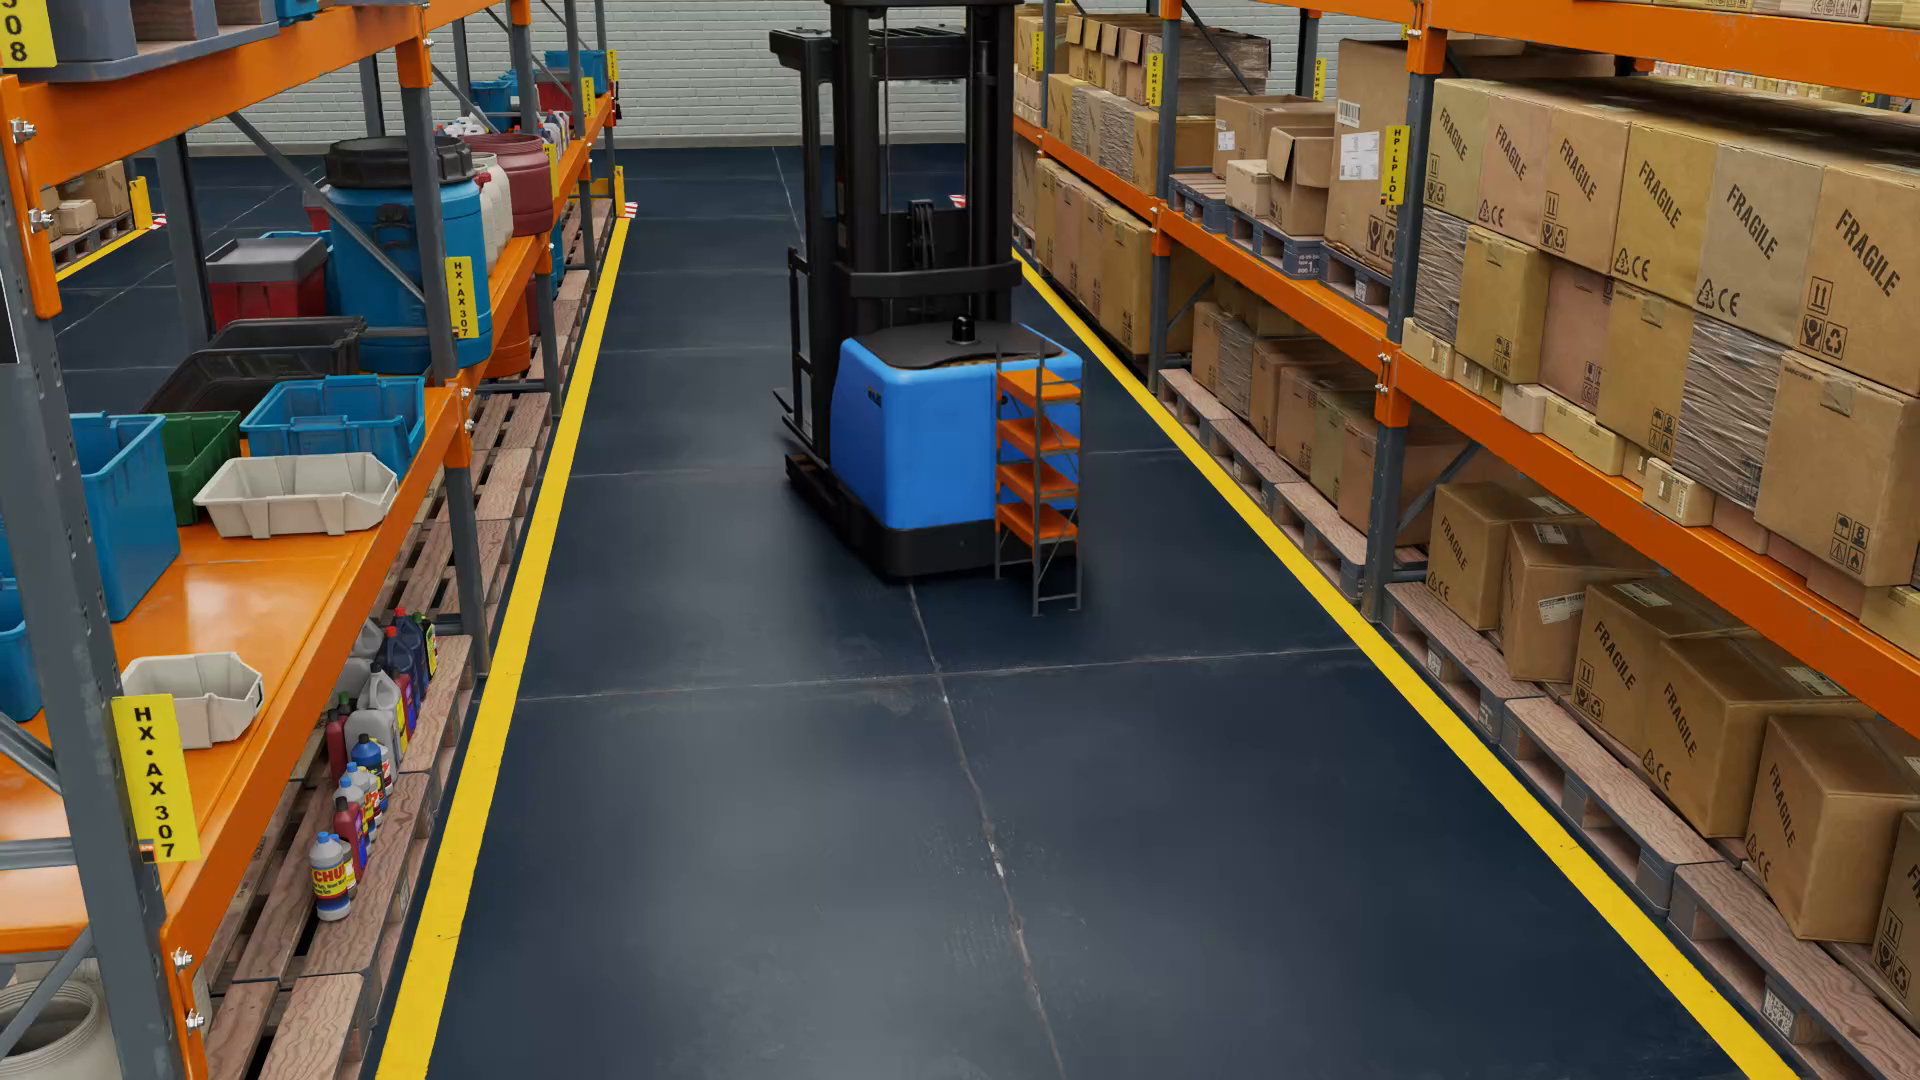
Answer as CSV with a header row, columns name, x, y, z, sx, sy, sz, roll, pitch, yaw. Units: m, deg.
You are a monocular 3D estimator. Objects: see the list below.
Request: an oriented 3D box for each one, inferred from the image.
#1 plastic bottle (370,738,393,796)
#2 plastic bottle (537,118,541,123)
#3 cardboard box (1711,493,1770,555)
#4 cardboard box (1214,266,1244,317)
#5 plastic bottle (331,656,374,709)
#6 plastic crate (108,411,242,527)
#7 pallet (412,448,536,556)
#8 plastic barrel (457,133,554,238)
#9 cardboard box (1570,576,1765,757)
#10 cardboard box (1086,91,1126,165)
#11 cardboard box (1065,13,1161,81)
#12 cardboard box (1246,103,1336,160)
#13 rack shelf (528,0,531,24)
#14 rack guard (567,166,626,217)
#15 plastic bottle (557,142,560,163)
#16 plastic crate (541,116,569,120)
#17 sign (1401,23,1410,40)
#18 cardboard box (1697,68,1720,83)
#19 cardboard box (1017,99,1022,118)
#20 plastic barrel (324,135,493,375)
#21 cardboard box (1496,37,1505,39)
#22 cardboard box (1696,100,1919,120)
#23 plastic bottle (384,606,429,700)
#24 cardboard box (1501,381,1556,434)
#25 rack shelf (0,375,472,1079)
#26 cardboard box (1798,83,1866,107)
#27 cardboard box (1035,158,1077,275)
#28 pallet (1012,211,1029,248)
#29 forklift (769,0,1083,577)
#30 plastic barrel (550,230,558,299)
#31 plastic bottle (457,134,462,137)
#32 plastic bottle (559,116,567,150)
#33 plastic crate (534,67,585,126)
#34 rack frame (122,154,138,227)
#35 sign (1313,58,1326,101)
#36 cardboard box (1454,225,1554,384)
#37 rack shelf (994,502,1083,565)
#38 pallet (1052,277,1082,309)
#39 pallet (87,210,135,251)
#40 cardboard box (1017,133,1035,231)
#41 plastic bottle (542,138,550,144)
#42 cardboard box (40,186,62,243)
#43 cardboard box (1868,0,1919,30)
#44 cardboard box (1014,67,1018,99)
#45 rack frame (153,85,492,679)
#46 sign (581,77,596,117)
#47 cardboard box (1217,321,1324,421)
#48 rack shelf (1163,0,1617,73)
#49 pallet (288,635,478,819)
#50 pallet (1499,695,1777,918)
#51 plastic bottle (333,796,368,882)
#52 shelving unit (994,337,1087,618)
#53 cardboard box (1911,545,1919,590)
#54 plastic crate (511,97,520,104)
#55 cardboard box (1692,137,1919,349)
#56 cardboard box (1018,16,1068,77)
name,x,y,z,sx,sy,sz,roll,pitch,yaw
plastic bottle,-2.010,0.778,5.716,0.097,0.201,0.097,0,20,0
plastic bottle,-3.339,-3.183,13.022,0.144,0.351,0.185,-3,21,-8
cardboard box,2.510,-0.077,4.993,0.380,0.149,0.250,-3,21,-8
cardboard box,1.925,-1.600,10.585,0.500,0.250,0.500,-2,21,-6
plastic bottle,-2.263,0.552,6.216,0.152,0.276,0.135,-3,21,-8
plastic crate,-2.610,-0.226,5.336,0.450,0.188,0.662,-3,21,-8
pallet,-2.857,-0.196,8.940,1.003,0.211,1.213,-3,21,-8
plastic barrel,-2.736,-2.112,9.891,0.600,0.536,0.708,-3,21,-8
cardboard box,2.650,0.465,6.157,0.500,0.500,0.500,-5,21,-13
cardboard box,1.265,-3.178,12.795,0.500,0.500,0.500,-3,21,-7
cardboard box,1.322,-4.125,13.896,0.797,0.503,0.637,-3,21,-9
cardboard box,2.095,-2.314,9.882,0.700,0.500,0.500,0,20,0
rack shelf,-3.391,-3.955,11.759,1.077,0.370,4.000,-3,21,-8
rack guard,-4.272,-3.801,18.178,1.175,0.500,0.348,-3,21,-8
plastic bottle,-3.114,-2.979,12.690,0.097,0.201,0.097,0,20,0
plastic crate,-3.605,-3.652,14.498,0.396,0.136,0.243,-3,21,-8
sign,5.031,-5.807,18.740,0.100,0.325,0.005,-3,21,-8
cardboard box,6.013,-3.611,13.006,0.380,0.149,0.250,-2,21,-5
cardboard box,0.742,-4.067,15.678,0.380,0.149,0.250,-3,21,-7
plastic barrel,-2.282,-1.193,6.907,0.600,0.901,0.708,-3,21,-8
cardboard box,5.651,-4.736,16.540,0.500,0.500,0.500,-3,21,-8
cardboard box,2.857,-1.225,5.713,0.500,0.500,0.500,-3,21,-8
plastic bottle,-2.148,0.434,6.424,0.144,0.351,0.185,-3,21,-9
cardboard box,2.236,-0.505,6.139,0.380,0.149,0.250,-3,21,-8
rack shelf,-2.238,0.220,4.867,1.077,0.370,4.000,-3,21,-8
cardboard box,6.197,-3.163,11.807,0.380,0.149,0.250,-4,21,-10
cardboard box,1.334,-2.810,14.388,1.225,0.875,0.875,-3,21,-8
pallet,1.010,-3.213,17.017,1.003,0.211,1.213,-3,21,-8
forklift,-0.364,-1.677,9.018,1.130,2.935,3.031,-7,22,-19
plastic barrel,-3.516,-2.358,13.142,0.600,0.901,0.708,-3,21,-8
plastic bottle,-3.662,-2.837,12.208,0.097,0.271,0.097,0,20,0
plastic bottle,-3.250,-3.274,13.373,0.152,0.276,0.135,-3,21,-8
plastic crate,-3.560,-3.959,14.851,0.402,0.464,0.583,-3,21,-8
rack frame,-9.158,-4.715,17.054,1.000,3.000,0.127,-3,21,-8
sign,2.334,-2.980,10.866,0.100,0.325,0.005,-3,21,-8
cardboard box,2.416,-0.911,6.301,0.875,0.500,0.500,-3,21,-8
rack shelf,0.369,-0.048,7.890,0.258,0.148,0.480,-7,22,-19
pallet,1.408,-2.259,14.463,1.003,0.211,1.213,-3,21,-8
pallet,-9.031,-3.107,16.733,1.003,0.211,1.213,-3,21,-8
cardboard box,1.076,-3.574,16.436,0.875,0.875,0.875,-3,21,-8
plastic bottle,-3.045,-2.782,12.056,0.152,0.276,0.135,-3,21,-8
cardboard box,-8.857,-3.017,15.447,0.797,0.503,0.637,-3,21,-8
cardboard box,2.556,-1.336,3.933,0.500,0.250,0.500,-3,21,-7
cardboard box,0.748,-4.393,15.981,0.500,0.250,0.500,-2,21,-7
rack frame,-2.526,-0.809,6.596,1.000,3.000,0.127,-3,21,-8
sign,-3.135,-3.736,14.036,0.100,0.325,0.005,-3,21,-8
cardboard box,2.007,-1.057,10.202,0.700,0.500,0.500,-5,21,-12
rack shelf,2.087,-2.820,8.719,1.077,0.370,4.000,-3,21,-8
pallet,-2.471,0.732,6.455,1.003,0.211,1.213,-3,21,-8
pallet,2.686,0.901,6.001,1.003,0.211,1.213,-3,21,-8
plastic bottle,-1.917,0.919,5.221,0.061,0.283,0.133,-3,21,-7
shelving unit,0.369,-0.297,7.797,0.258,1.200,0.503,-7,22,-19
cardboard box,2.900,-0.052,4.000,0.875,0.500,0.500,-3,21,-8
plastic crate,-4.228,-4.071,15.621,0.293,0.136,0.466,-3,21,-8
cardboard box,2.480,-0.853,4.715,0.500,0.500,0.500,-3,21,-8
cardboard box,0.823,-4.569,15.379,0.500,0.500,0.500,-3,21,-7
